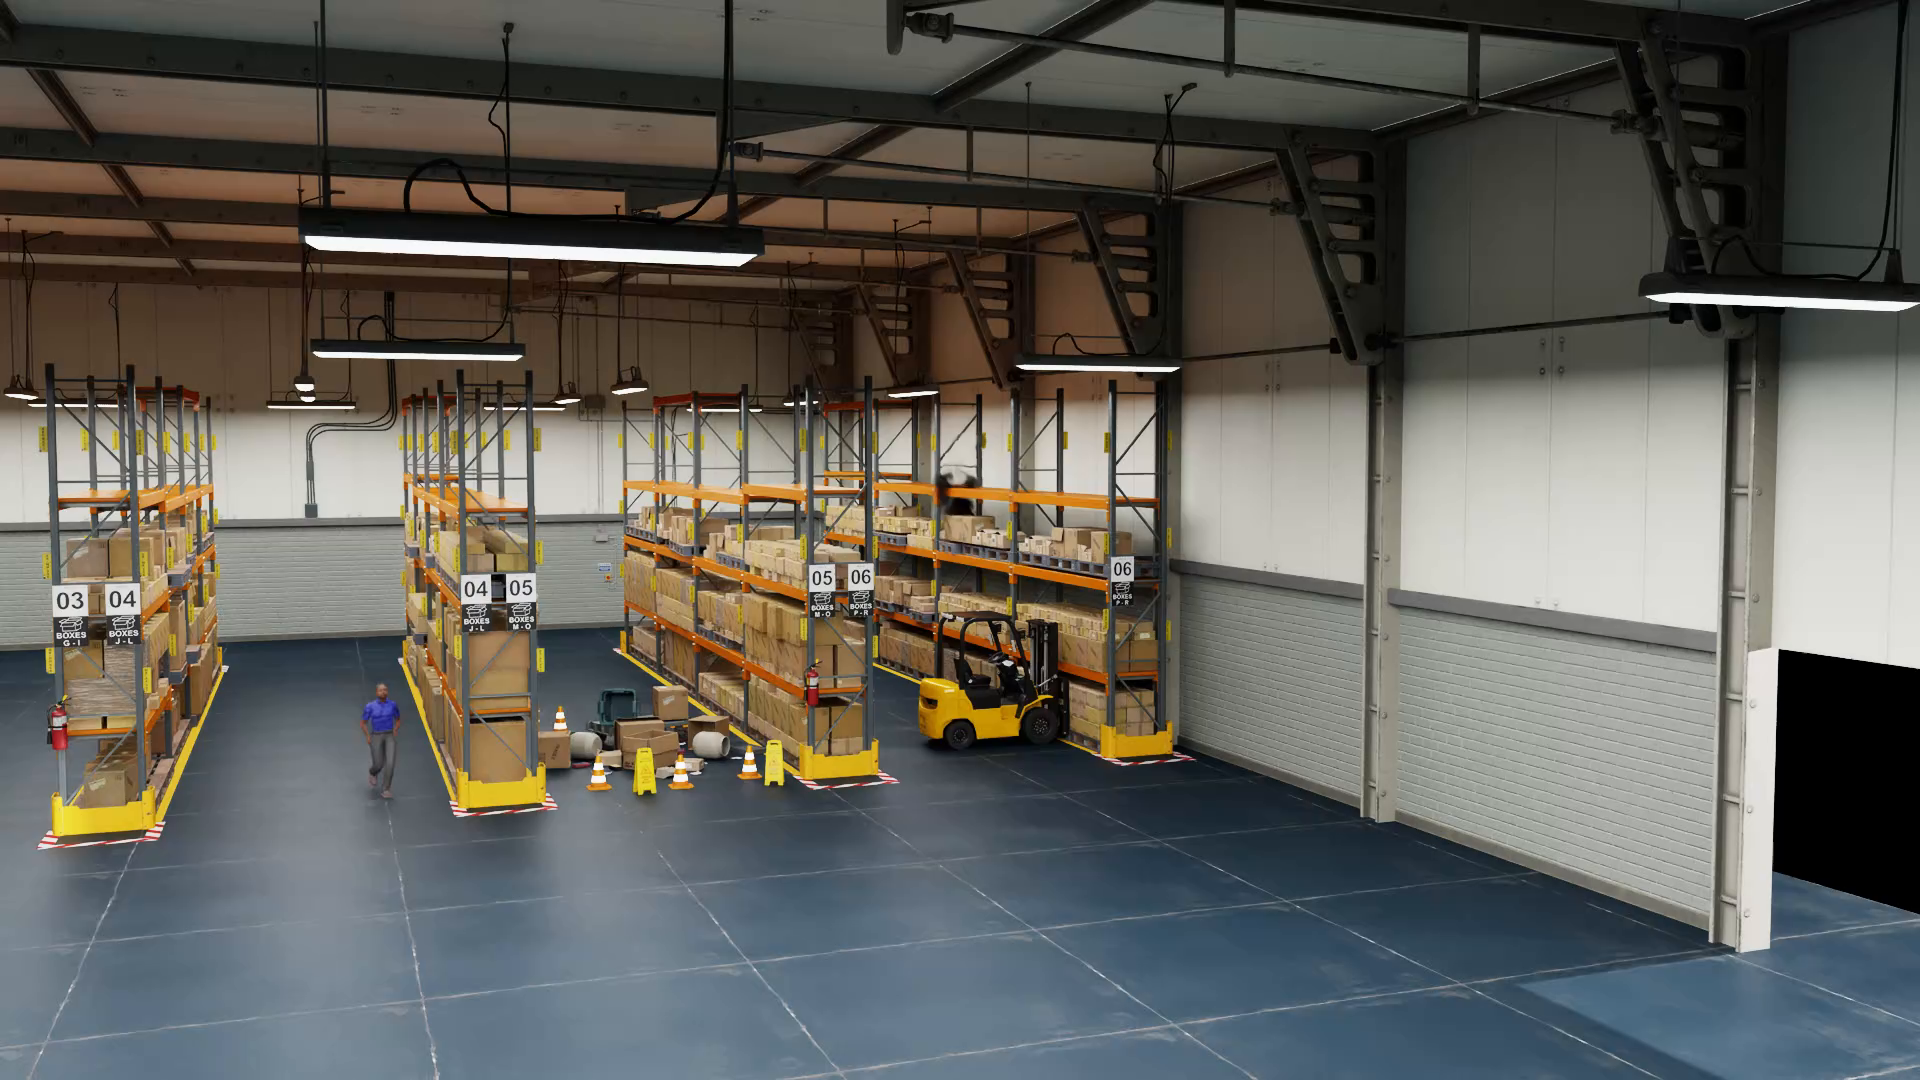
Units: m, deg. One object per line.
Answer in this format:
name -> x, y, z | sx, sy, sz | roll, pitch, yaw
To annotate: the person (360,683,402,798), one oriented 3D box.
person -> -8.170, 2.828, 23.538 | 0.566, 1.588, 0.598 | -2, 4, -30
